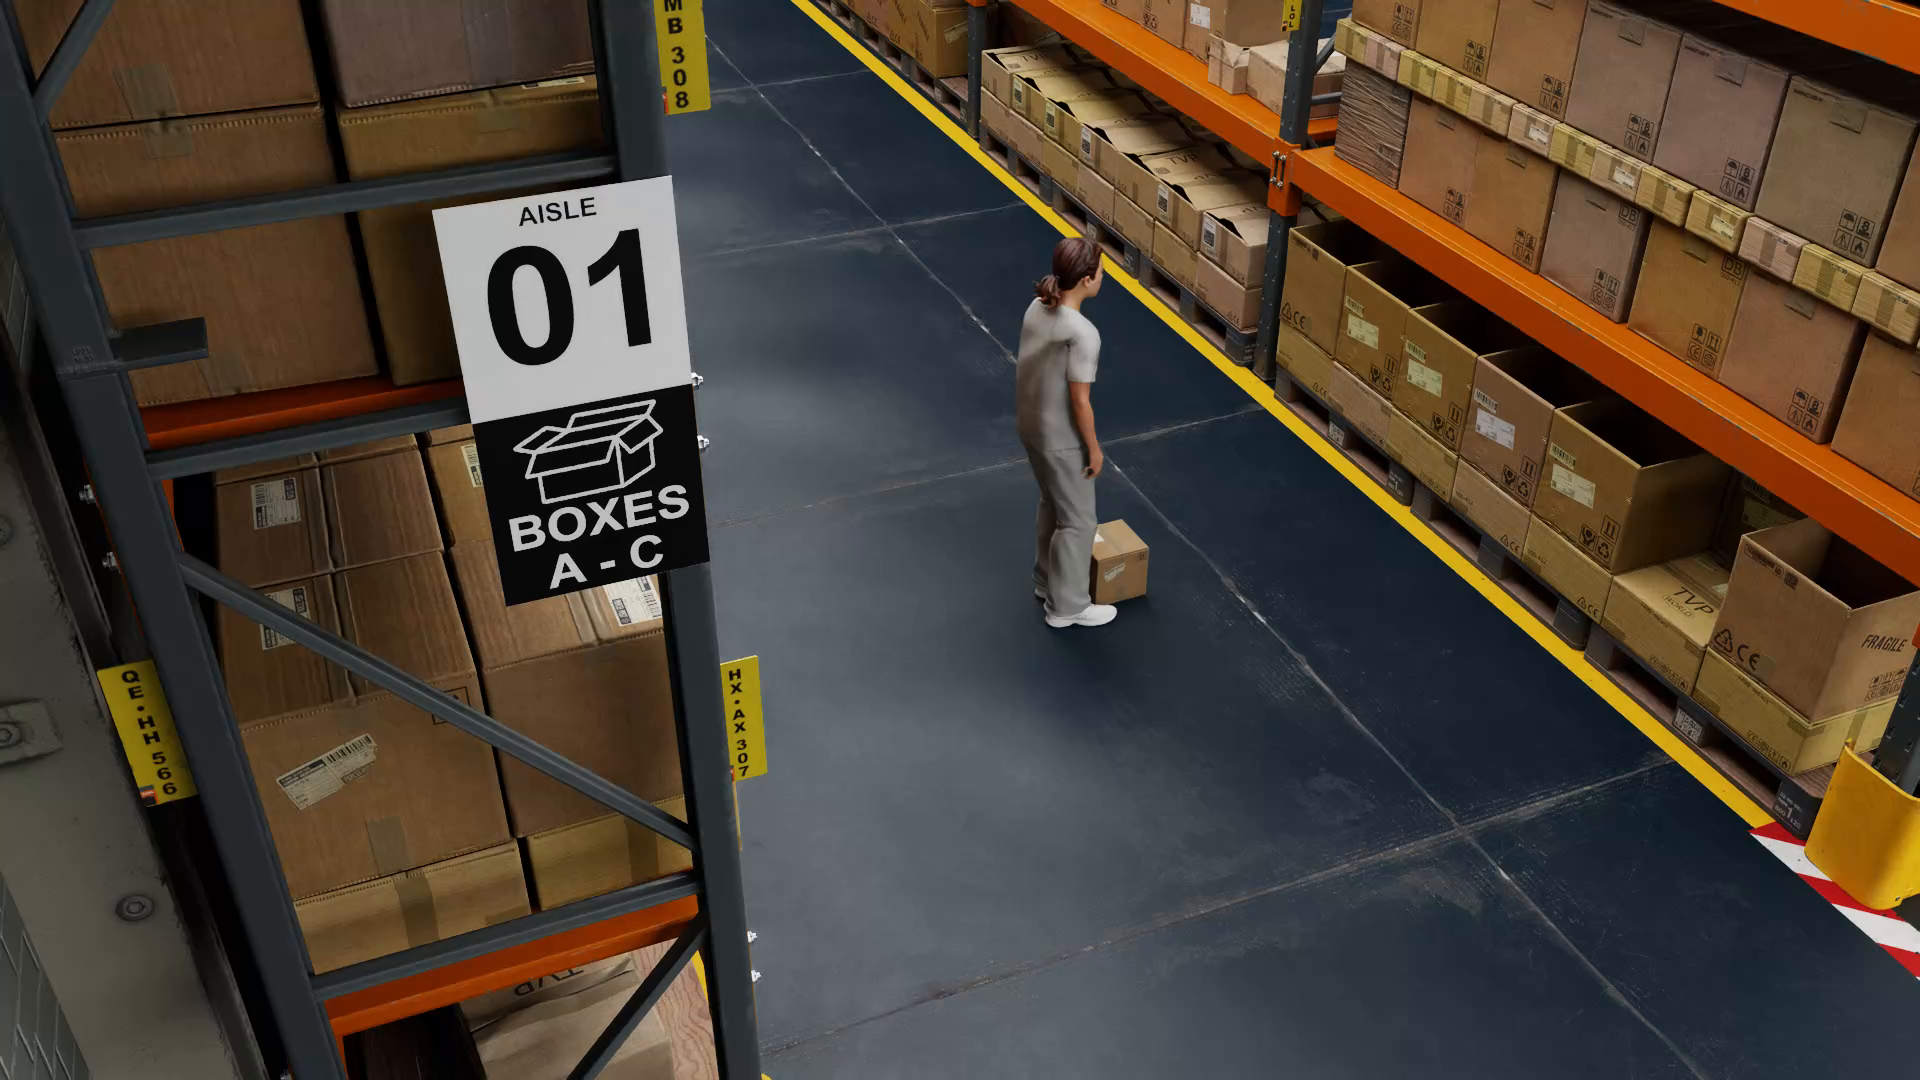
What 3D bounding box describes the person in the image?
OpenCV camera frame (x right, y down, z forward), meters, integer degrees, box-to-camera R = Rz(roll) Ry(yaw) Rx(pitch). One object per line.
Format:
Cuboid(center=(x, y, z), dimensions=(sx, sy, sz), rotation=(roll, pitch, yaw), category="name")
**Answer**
Cuboid(center=(0.447, -0.442, 6.808), dimensions=(0.416, 1.671, 0.514), rotation=(-15, 37, -22), category="person")
